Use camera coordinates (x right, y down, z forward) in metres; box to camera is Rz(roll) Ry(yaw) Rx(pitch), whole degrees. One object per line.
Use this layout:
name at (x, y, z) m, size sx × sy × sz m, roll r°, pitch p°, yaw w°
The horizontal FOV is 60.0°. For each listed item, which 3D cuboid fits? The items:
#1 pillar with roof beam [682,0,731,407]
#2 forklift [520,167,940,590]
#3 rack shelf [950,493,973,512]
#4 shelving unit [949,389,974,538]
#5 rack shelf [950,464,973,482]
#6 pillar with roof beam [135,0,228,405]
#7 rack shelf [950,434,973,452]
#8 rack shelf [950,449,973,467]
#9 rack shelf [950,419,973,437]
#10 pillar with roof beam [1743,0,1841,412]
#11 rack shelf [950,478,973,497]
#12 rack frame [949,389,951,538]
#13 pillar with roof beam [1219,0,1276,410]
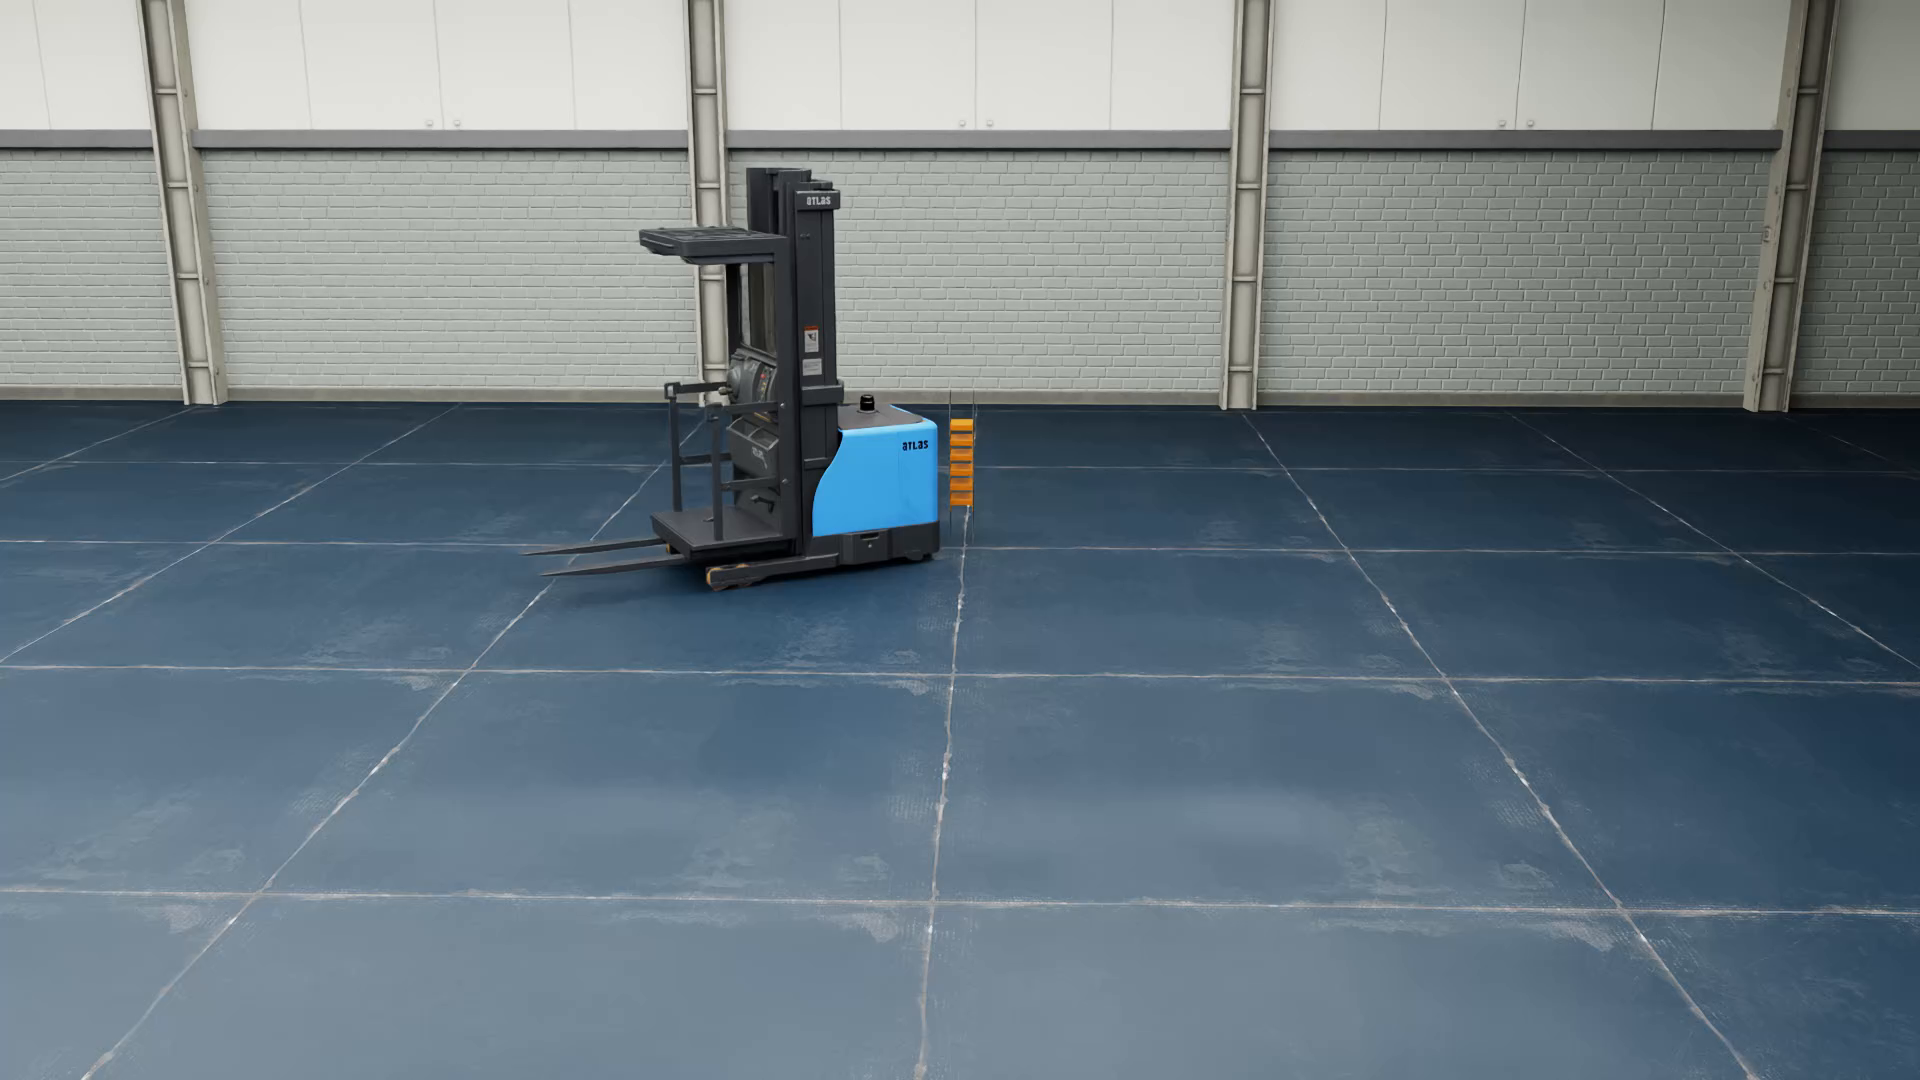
pillar with roof beam at (-2.914, -4.823, 13.979) m, size 0.400 × 9.000 × 9.100 m, roll 0°, pitch 15°, yaw 1°
forklift at (-1.709, -1.207, 12.170) m, size 3.031 × 2.935 × 1.130 m, roll -7°, pitch 16°, yaw -26°
rack shelf at (0.014, -0.305, 13.259) m, size 0.180 × 0.103 × 0.258 m, roll 0°, pitch 15°, yaw 1°
shelving unit at (0.014, -0.580, 13.187) m, size 0.189 × 1.200 × 0.258 m, roll 0°, pitch 15°, yaw 1°
rack shelf at (0.014, -0.537, 13.198) m, size 0.180 × 0.103 × 0.258 m, roll 0°, pitch 15°, yaw 1°
pillar with roof beam at (-8.912, -4.862, 14.127) m, size 0.400 × 9.000 × 9.100 m, roll 0°, pitch 15°, yaw 1°
rack shelf at (0.014, -0.769, 13.137) m, size 0.180 × 0.103 × 0.258 m, roll 0°, pitch 15°, yaw 1°
rack shelf at (0.014, -0.653, 13.167) m, size 0.180 × 0.103 × 0.258 m, roll 0°, pitch 15°, yaw 1°
rack shelf at (0.014, -0.885, 13.106) m, size 0.180 × 0.103 × 0.258 m, roll 0°, pitch 15°, yaw 1°
pillar with roof beam at (9.082, -4.744, 13.683) m, size 0.400 × 9.000 × 9.100 m, roll 0°, pitch 15°, yaw 1°
rack shelf at (0.014, -0.421, 13.229) m, size 0.180 × 0.103 × 0.258 m, roll 0°, pitch 15°, yaw 1°
rack frame at (-0.077, -0.581, 13.189) m, size 0.006 × 1.200 × 0.240 m, roll 0°, pitch 15°, yaw 1°
pillar with roof beam at (3.084, -4.783, 13.831) m, size 0.400 × 9.000 × 9.100 m, roll 0°, pitch 15°, yaw 1°
